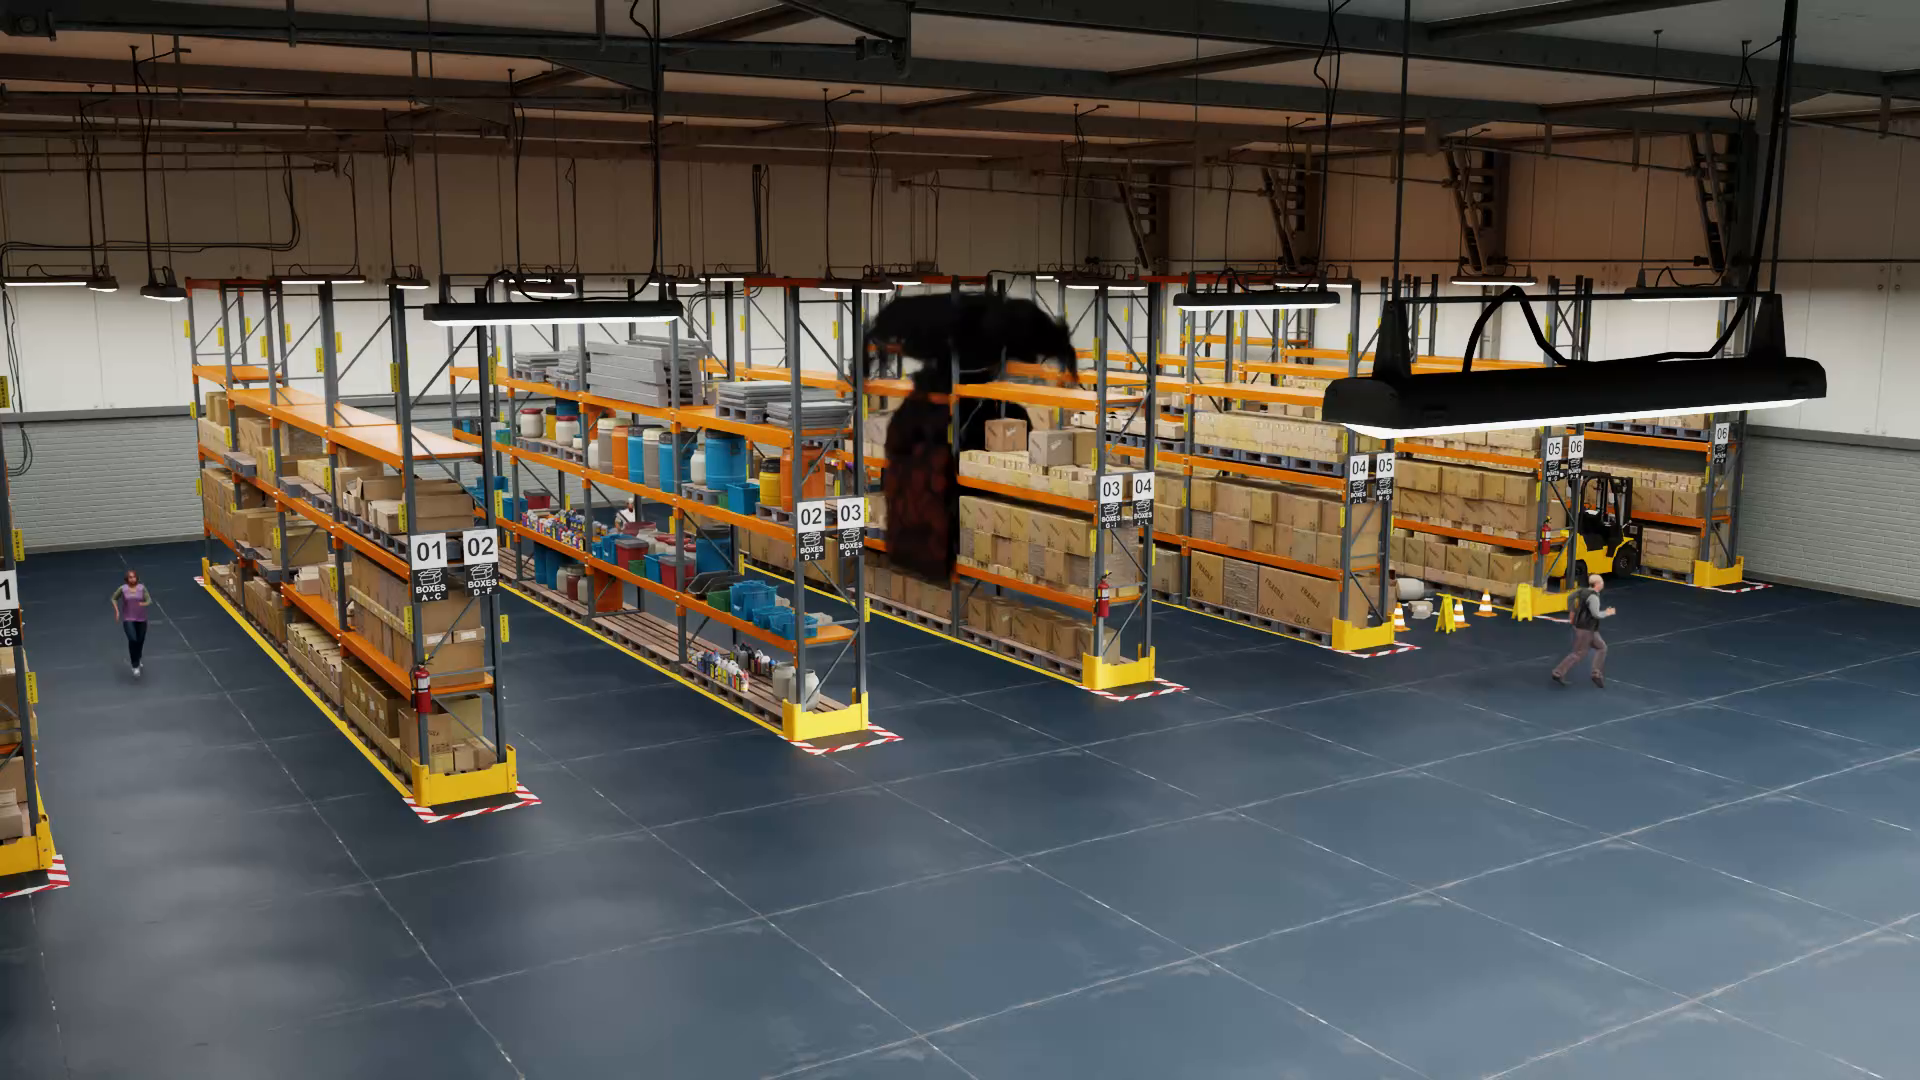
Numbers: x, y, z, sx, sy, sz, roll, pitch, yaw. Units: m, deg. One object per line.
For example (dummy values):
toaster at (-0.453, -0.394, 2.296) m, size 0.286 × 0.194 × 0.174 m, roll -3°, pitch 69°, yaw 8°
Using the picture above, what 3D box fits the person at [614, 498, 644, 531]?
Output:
person at (-6.591, -0.027, 33.407) m, size 0.585 × 1.664 × 1.009 m, roll -7°, pitch 12°, yaw -38°

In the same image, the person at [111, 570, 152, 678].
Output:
person at (-12.727, 1.275, 25.627) m, size 0.510 × 1.627 × 0.733 m, roll -8°, pitch 12°, yaw -40°

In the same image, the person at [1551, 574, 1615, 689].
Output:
person at (9.270, 1.375, 24.734) m, size 0.853 × 1.764 × 0.678 m, roll 1°, pitch 10°, yaw 7°

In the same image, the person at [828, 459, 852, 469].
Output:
person at (-3.040, -1.363, 40.886) m, size 0.765 × 1.724 × 0.921 m, roll 5°, pitch 11°, yaw 27°
